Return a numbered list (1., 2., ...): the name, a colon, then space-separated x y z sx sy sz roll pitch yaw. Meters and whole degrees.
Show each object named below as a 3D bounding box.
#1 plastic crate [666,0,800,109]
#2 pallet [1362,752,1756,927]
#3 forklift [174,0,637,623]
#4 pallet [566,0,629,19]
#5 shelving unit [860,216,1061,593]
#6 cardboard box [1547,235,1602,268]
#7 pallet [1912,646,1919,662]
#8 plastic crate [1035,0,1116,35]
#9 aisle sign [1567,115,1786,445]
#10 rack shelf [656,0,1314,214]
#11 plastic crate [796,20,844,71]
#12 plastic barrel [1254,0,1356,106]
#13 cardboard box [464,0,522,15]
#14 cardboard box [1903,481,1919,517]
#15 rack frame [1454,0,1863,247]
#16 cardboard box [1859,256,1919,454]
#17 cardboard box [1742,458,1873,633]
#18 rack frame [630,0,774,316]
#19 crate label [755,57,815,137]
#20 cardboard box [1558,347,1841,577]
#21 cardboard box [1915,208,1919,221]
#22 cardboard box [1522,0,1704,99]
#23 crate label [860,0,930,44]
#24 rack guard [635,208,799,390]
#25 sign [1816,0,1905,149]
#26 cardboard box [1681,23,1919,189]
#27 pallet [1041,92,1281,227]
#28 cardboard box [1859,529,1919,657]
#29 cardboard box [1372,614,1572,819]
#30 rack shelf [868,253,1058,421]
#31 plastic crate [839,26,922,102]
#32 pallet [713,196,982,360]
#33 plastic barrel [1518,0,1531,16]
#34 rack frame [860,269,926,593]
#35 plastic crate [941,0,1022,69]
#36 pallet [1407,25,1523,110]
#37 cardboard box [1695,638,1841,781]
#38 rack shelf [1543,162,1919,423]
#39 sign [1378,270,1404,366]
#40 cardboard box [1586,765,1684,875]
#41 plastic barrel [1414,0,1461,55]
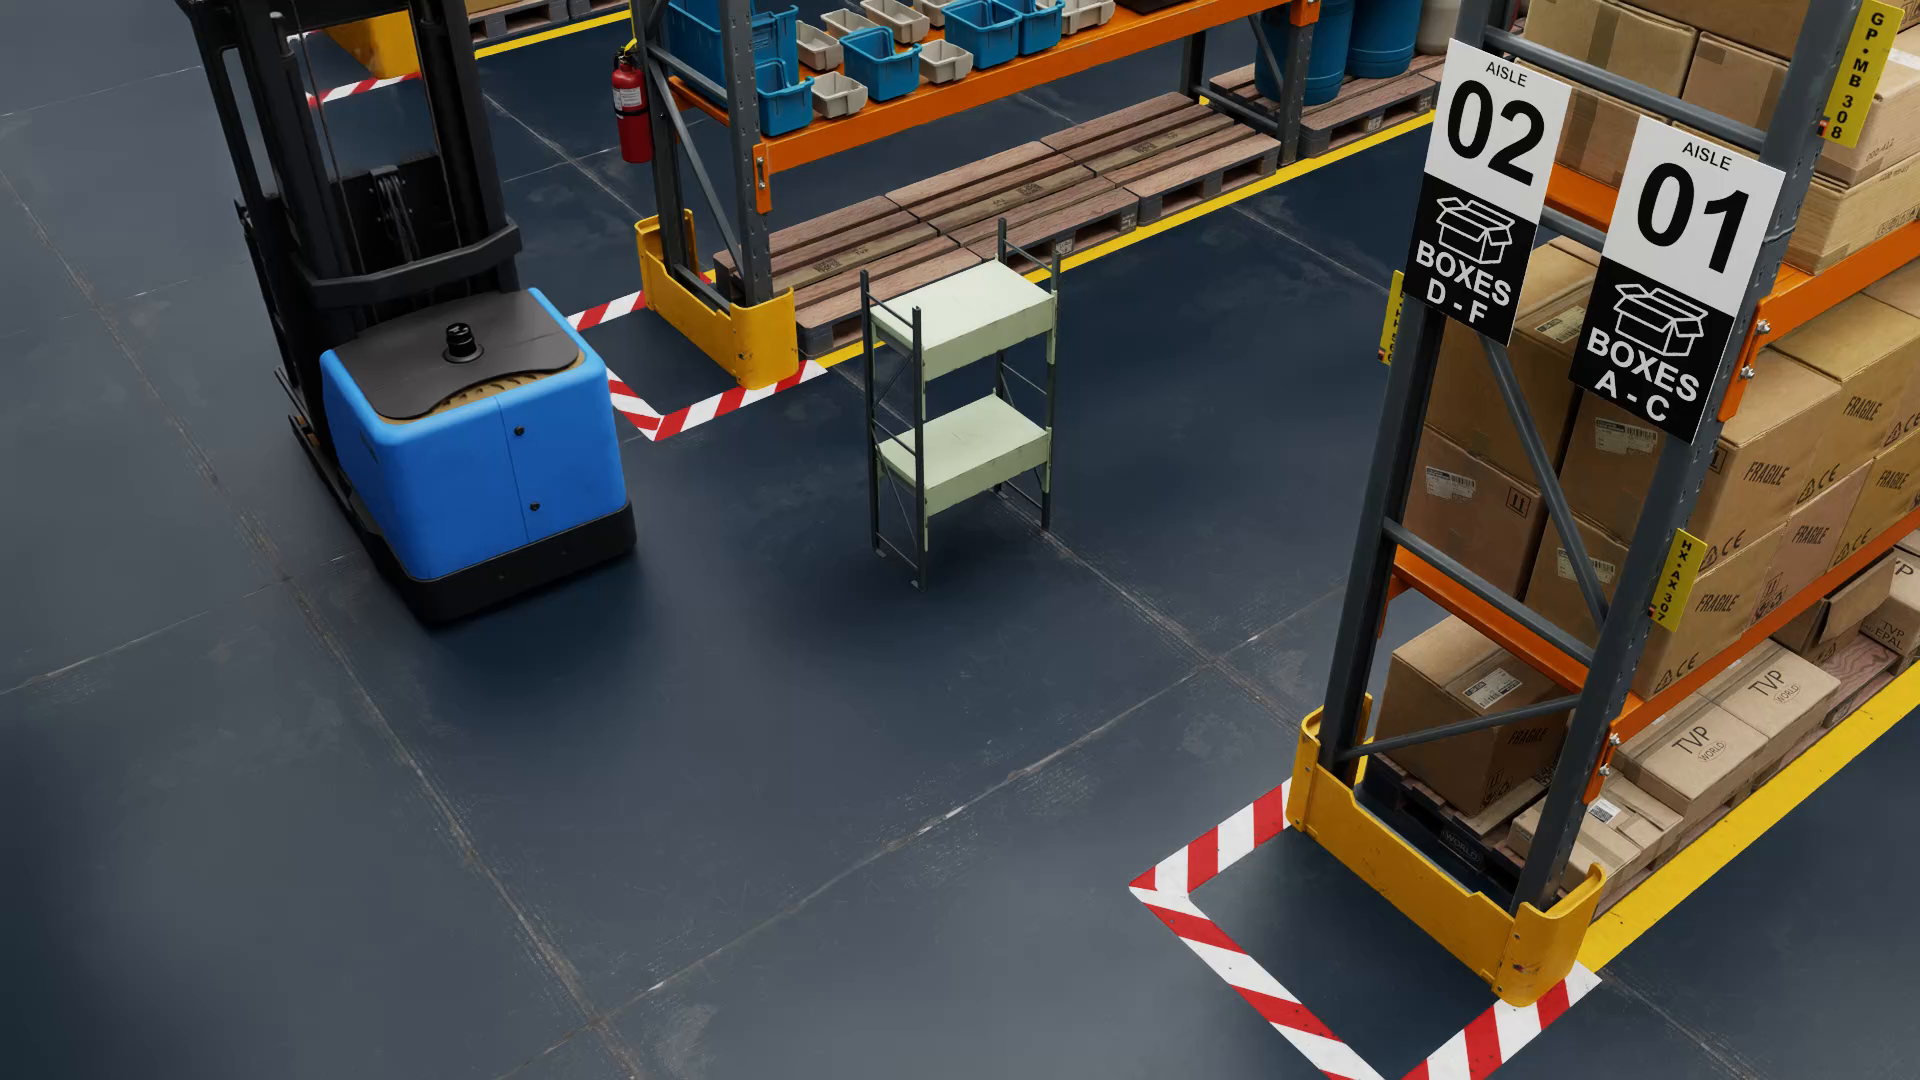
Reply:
1. plastic crate: -1.174 -2.576 8.583 0.499 0.435 0.616 -26 46 -28
2. pallet: 2.381 0.917 6.599 1.213 0.211 1.003 -26 46 -28
3. forklift: -2.747 -1.668 7.606 1.130 2.935 3.031 -23 45 -25
4. pallet: -2.791 -4.546 13.258 1.213 0.211 1.003 -26 46 -28
5. shelving unit: 0.005 -0.582 7.411 0.755 1.500 0.431 -26 46 -28
6. cardboard box: 2.275 -0.754 5.571 0.500 0.500 0.500 -25 45 -27
7. pallet: 4.316 -0.026 7.749 1.213 0.211 1.003 -26 46 -28
8. plastic crate: 0.648 -2.959 9.286 0.466 0.136 0.293 -26 46 -28
9. aisle sign: 1.814 -0.654 4.266 0.004 0.787 0.394 -26 46 -28
10. rack shelf: 0.260 -2.810 9.512 4.000 0.370 1.077 -26 46 -28
11. plastic crate: -0.790 -2.643 8.901 0.243 0.136 0.396 -26 46 -28
12. plastic barrel: 2.287 -3.414 11.004 0.708 0.901 0.600 -26 46 -28
13. cardboard box: -3.886 -4.435 12.269 0.875 0.875 0.875 -26 46 -28
14. cardboard box: 3.405 -0.488 6.034 0.500 0.500 0.500 -25 46 -28
15. rack frame: 1.689 -2.143 3.400 0.127 3.000 1.000 -26 46 -28
16. cardboard box: 3.011 -0.684 5.485 0.500 0.500 0.500 -25 46 -28
17. cardboard box: 2.608 -0.103 5.565 0.500 0.500 0.500 -26 46 -28
18. rack frame: -1.326 -2.316 8.341 0.127 3.000 1.000 -26 46 -28
19. crate label: -0.930 -2.204 8.290 0.303 0.233 0.416 -26 46 -28
20. cardboard box: 2.202 -0.287 5.002 0.500 0.500 0.500 -25 45 -27
21. cardboard box: 2.656 -1.182 4.713 0.500 0.250 0.500 -26 46 -28
22. cardboard box: 1.941 -1.445 4.639 0.500 0.250 0.500 -26 46 -28
23. crate label: -0.345 -2.868 9.175 0.243 0.136 0.396 -26 46 -28
24. rack guard: -1.337 -1.333 9.115 0.348 0.500 1.175 -26 46 -28
25. sign: 2.020 -1.048 3.742 0.005 0.325 0.100 -26 46 -28
26. cardboard box: 2.255 -1.186 4.323 0.500 0.250 0.500 -26 46 -28
27. pallet: 1.286 -2.480 10.740 1.213 0.211 1.003 -26 46 -28
28. cardboard box: 3.987 0.153 7.105 0.500 0.311 0.500 -26 46 -28
29. cardboard box: 1.970 0.639 6.363 0.500 0.500 0.500 -26 46 -28
30. rack shelf: 0.005 -0.884 7.163 0.720 0.370 0.431 -26 46 -28
31. plastic crate: -0.408 -2.458 8.600 0.300 0.233 0.416 -26 46 -28
32. pallet: -0.649 -1.537 9.590 1.213 0.211 1.003 -26 46 -28
33. plastic barrel: 4.246 -4.147 12.204 0.421 0.512 0.421 0 39 0
34. rack frame: -0.285 -0.441 7.239 0.023 1.500 0.400 -26 46 -28
35. plastic crate: 0.114 -2.713 8.910 0.300 0.233 0.416 -26 46 -28
36. pallet: 3.451 -3.535 12.026 1.213 0.211 1.003 -26 46 -28
37. cardboard box: 3.086 0.616 6.589 0.500 0.250 0.500 -26 46 -28
38. rack shelf: 3.275 -1.478 5.522 4.000 0.370 1.077 -26 46 -28
39. sign: 1.367 -0.680 5.185 0.005 0.325 0.100 -26 46 -28
40. cardboard box: 2.429 1.016 6.166 0.250 0.166 0.380 -26 46 -28
41. plastic barrel: 3.351 -3.711 11.672 0.421 0.512 0.421 0 39 0
